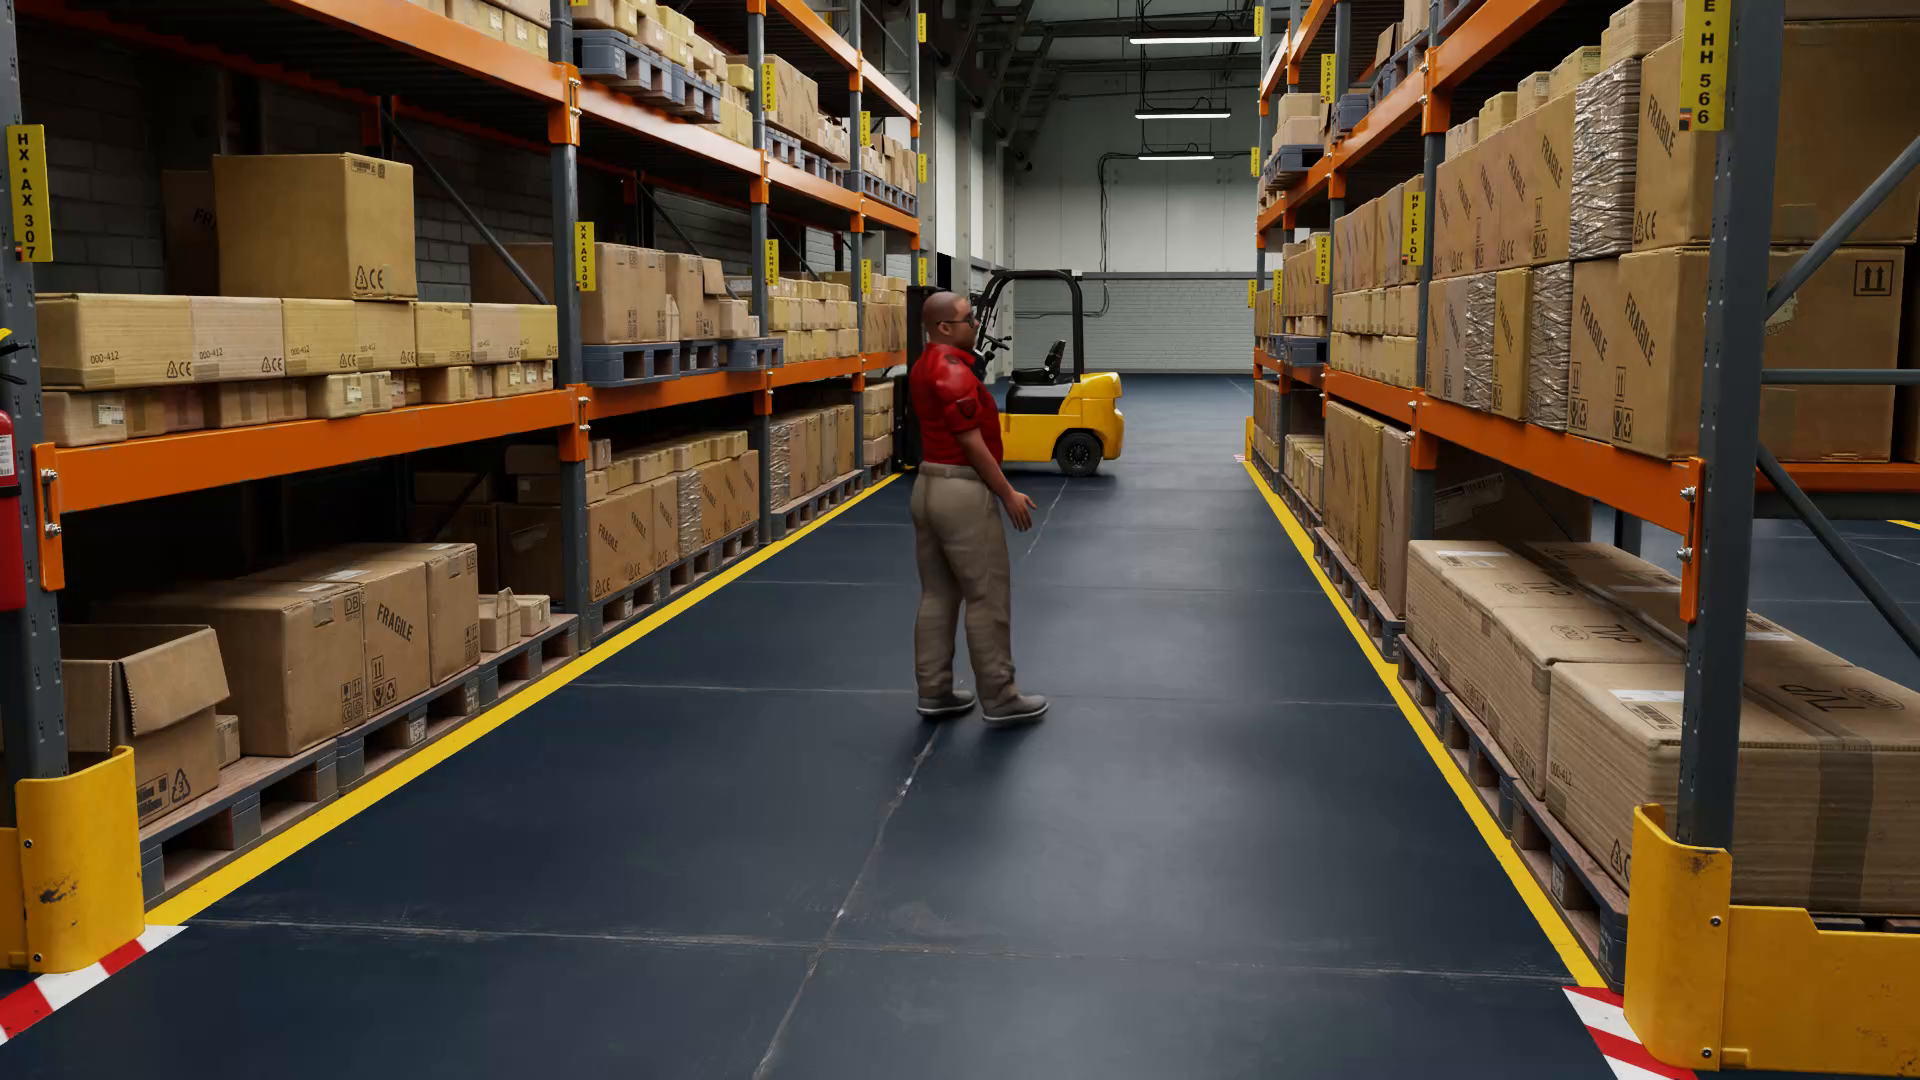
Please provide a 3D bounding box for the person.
[{"bbox_3d":[0.018,-0.494,6.673,0.428,0.997,0.532,-3,8,-24],"label":"person"}]
